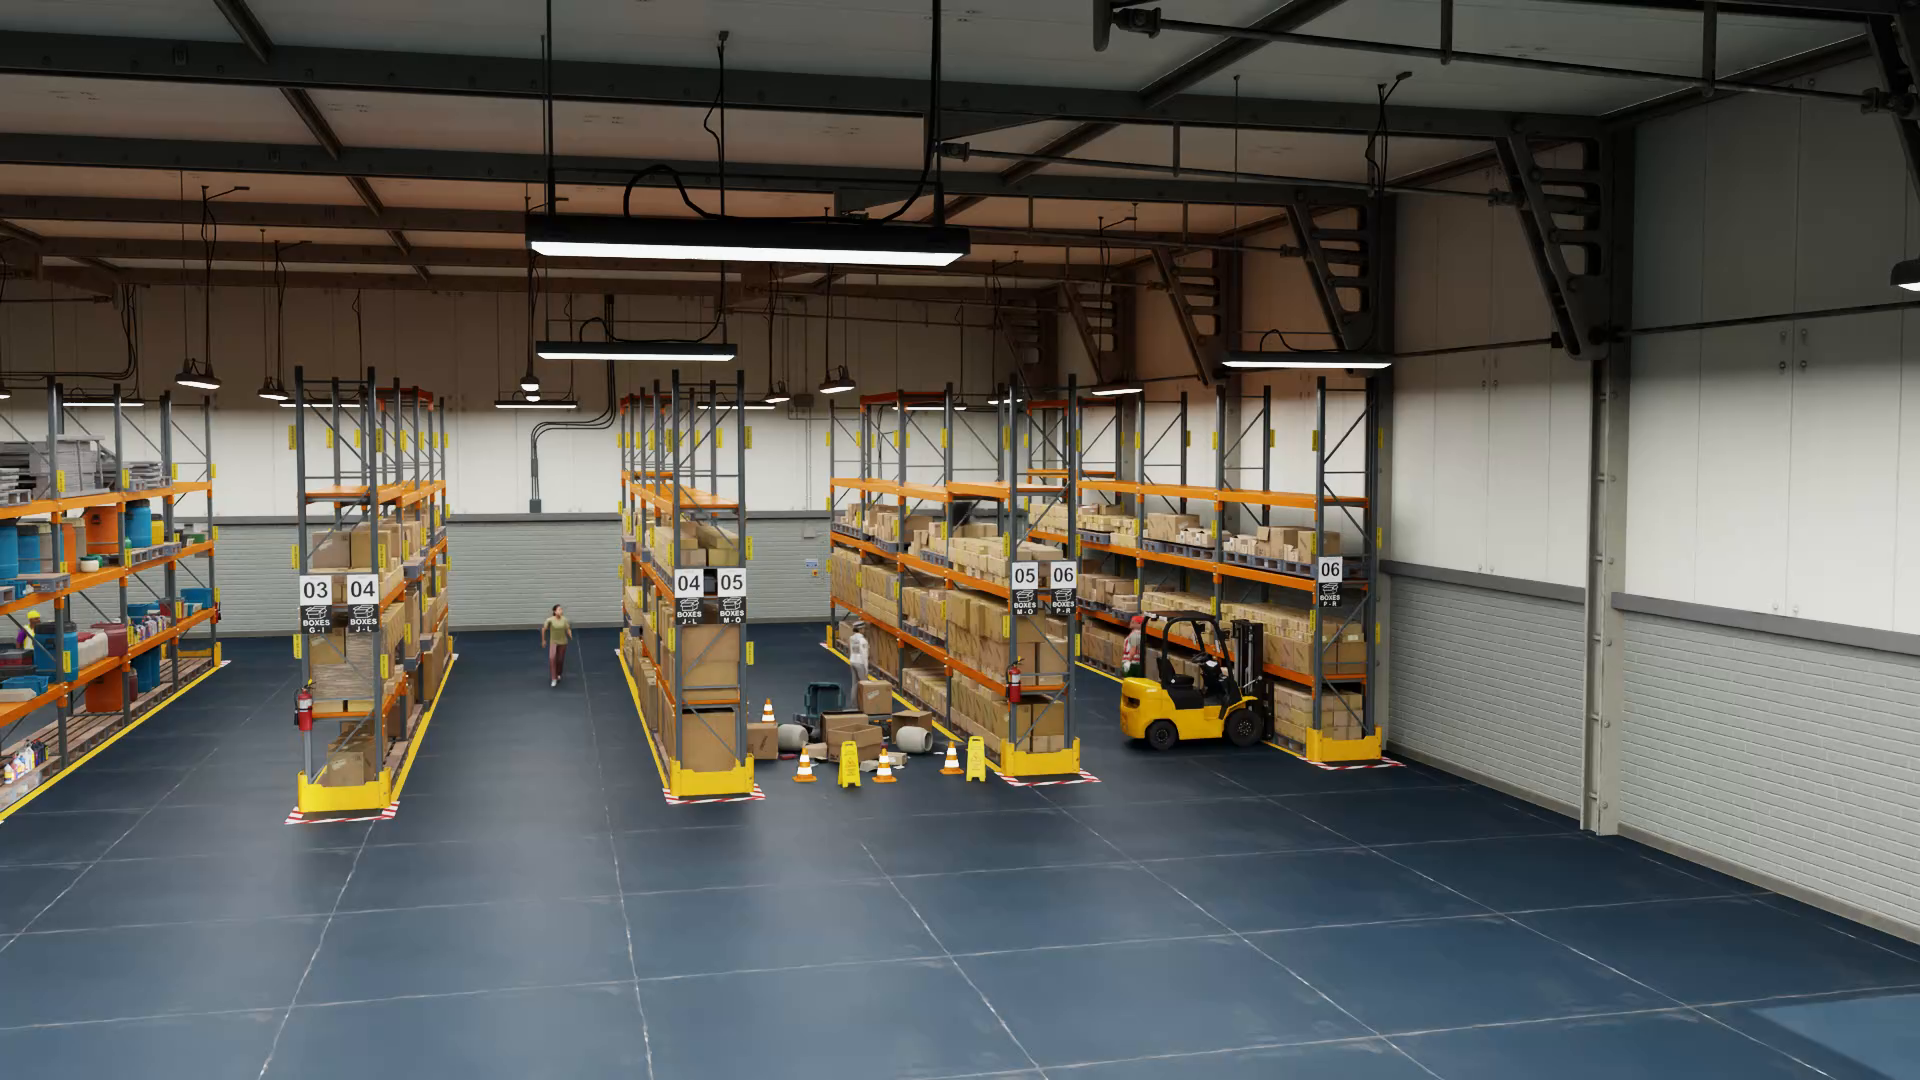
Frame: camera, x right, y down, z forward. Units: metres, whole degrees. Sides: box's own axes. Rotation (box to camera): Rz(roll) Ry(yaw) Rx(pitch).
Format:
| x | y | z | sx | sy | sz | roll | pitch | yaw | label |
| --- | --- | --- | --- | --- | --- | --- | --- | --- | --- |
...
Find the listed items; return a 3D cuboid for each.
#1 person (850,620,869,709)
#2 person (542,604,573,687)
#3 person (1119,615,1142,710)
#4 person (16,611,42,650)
| x | y | z | sx | sy | sz | roll | pitch | yaw | label |
| --- | --- | --- | --- | --- | --- | --- | --- | --- | --- |
| -1.832 | 2.321 | 30.693 | 0.372 | 1.683 | 0.539 | -3 | 4 | -36 | person |
| -8.310 | 2.148 | 34.322 | 0.609 | 1.649 | 0.982 | -1 | 4 | -14 | person |
| 3.156 | 2.294 | 30.684 | 0.448 | 1.794 | 0.623 | 2 | 4 | 29 | person |
| -17.769 | 2.225 | 32.006 | 0.733 | 1.717 | 1.058 | -1 | 4 | -16 | person |
